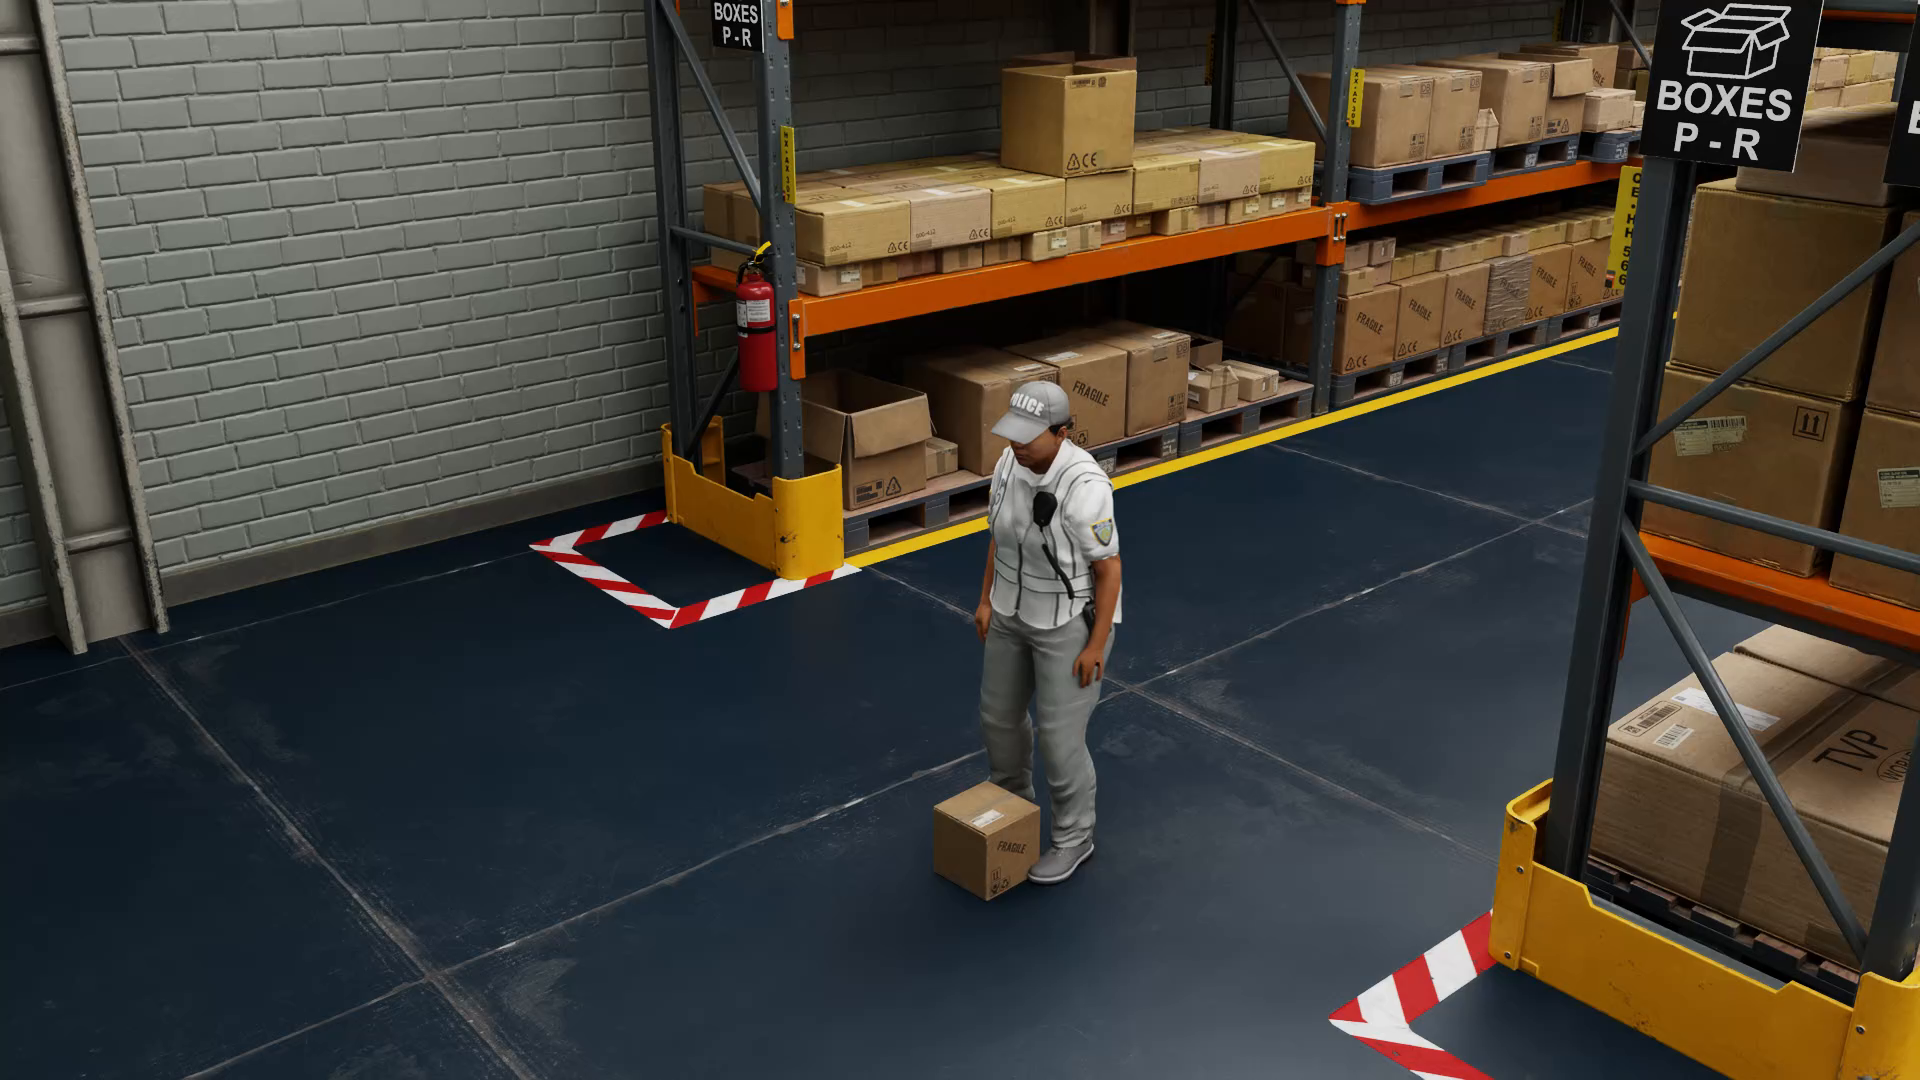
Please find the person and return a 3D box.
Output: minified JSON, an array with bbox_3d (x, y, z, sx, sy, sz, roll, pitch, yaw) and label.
[{"bbox_3d":[0.253,0.277,5.356,0.465,1.667,0.564,-19,28,-40],"label":"person"}]
